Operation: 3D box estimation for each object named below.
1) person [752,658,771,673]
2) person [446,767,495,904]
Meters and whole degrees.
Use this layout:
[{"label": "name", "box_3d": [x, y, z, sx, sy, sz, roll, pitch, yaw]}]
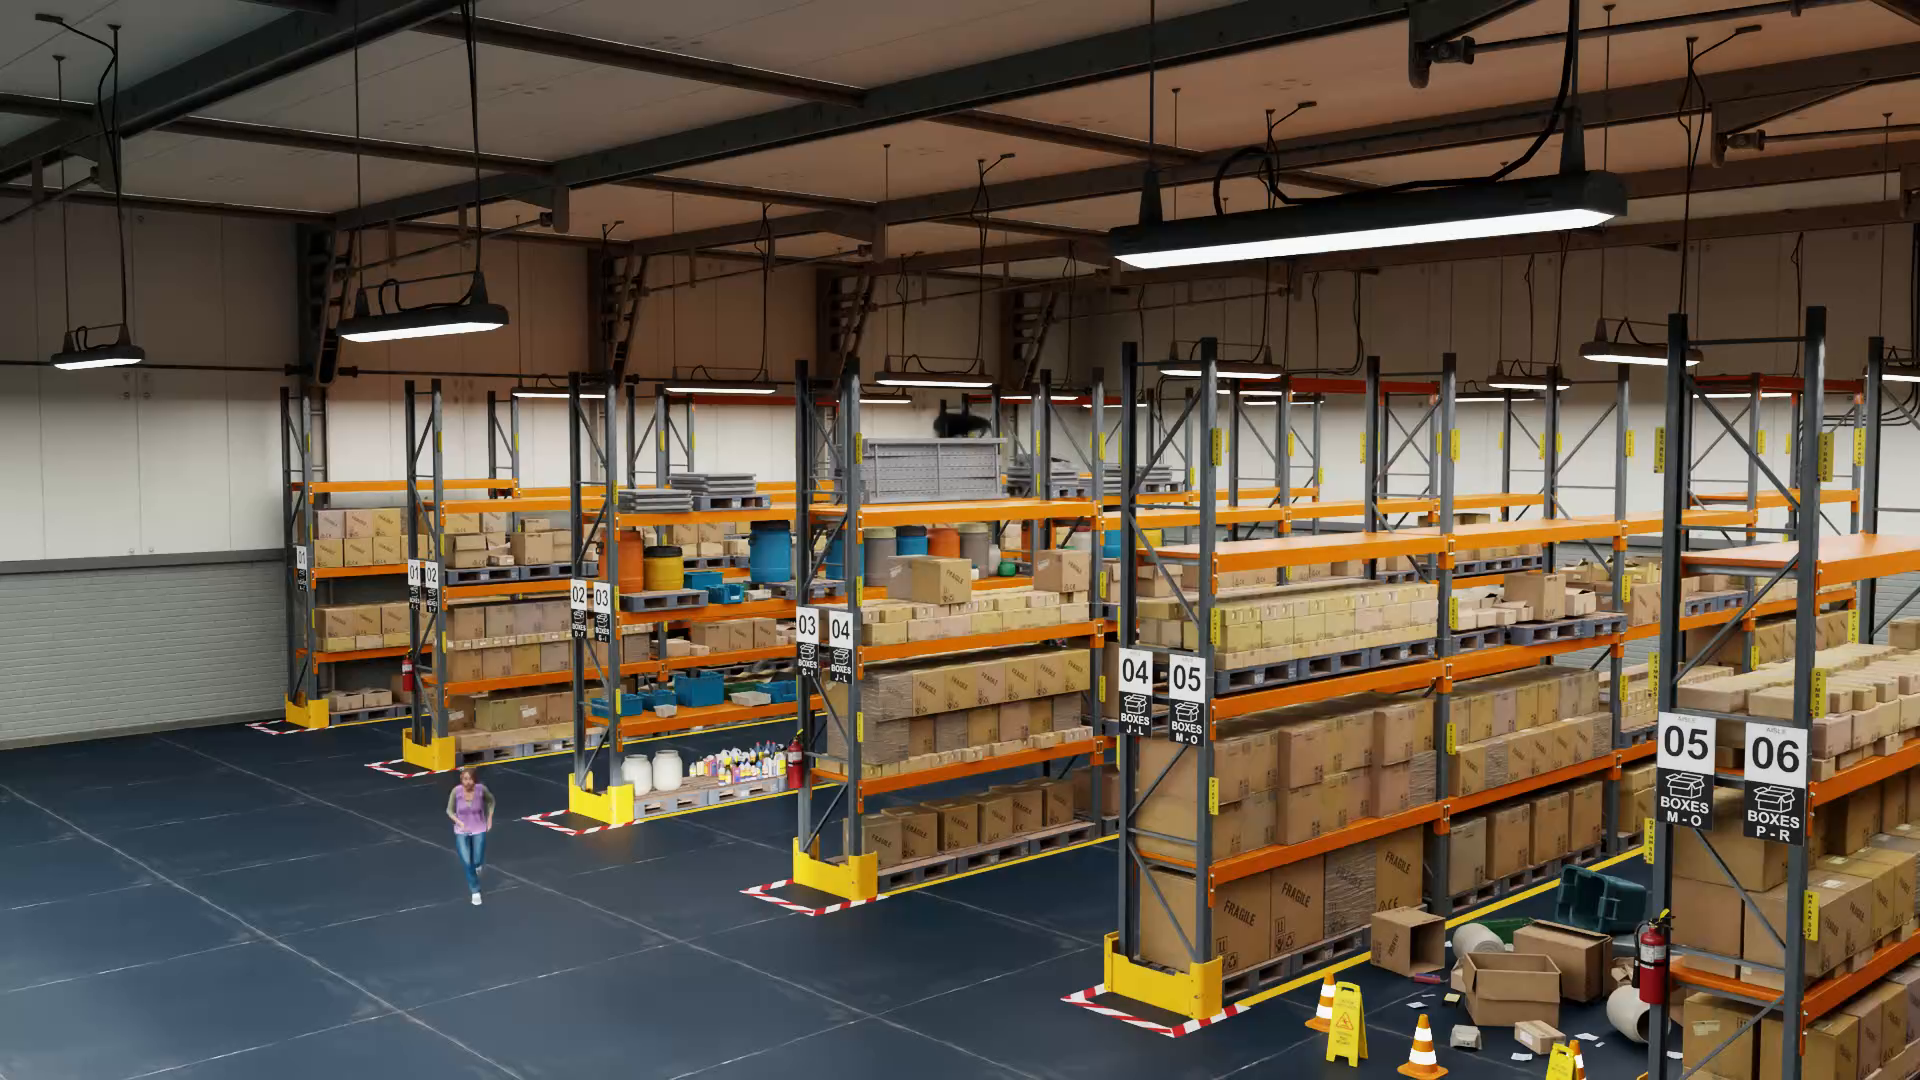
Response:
[{"label": "person", "box_3d": [-3.874, 2.330, 32.382, 0.747, 1.524, 0.526, -3, 5, -38]}, {"label": "person", "box_3d": [-5.399, 3.236, 18.377, 0.506, 1.539, 0.689, -1, 4, -10]}]
